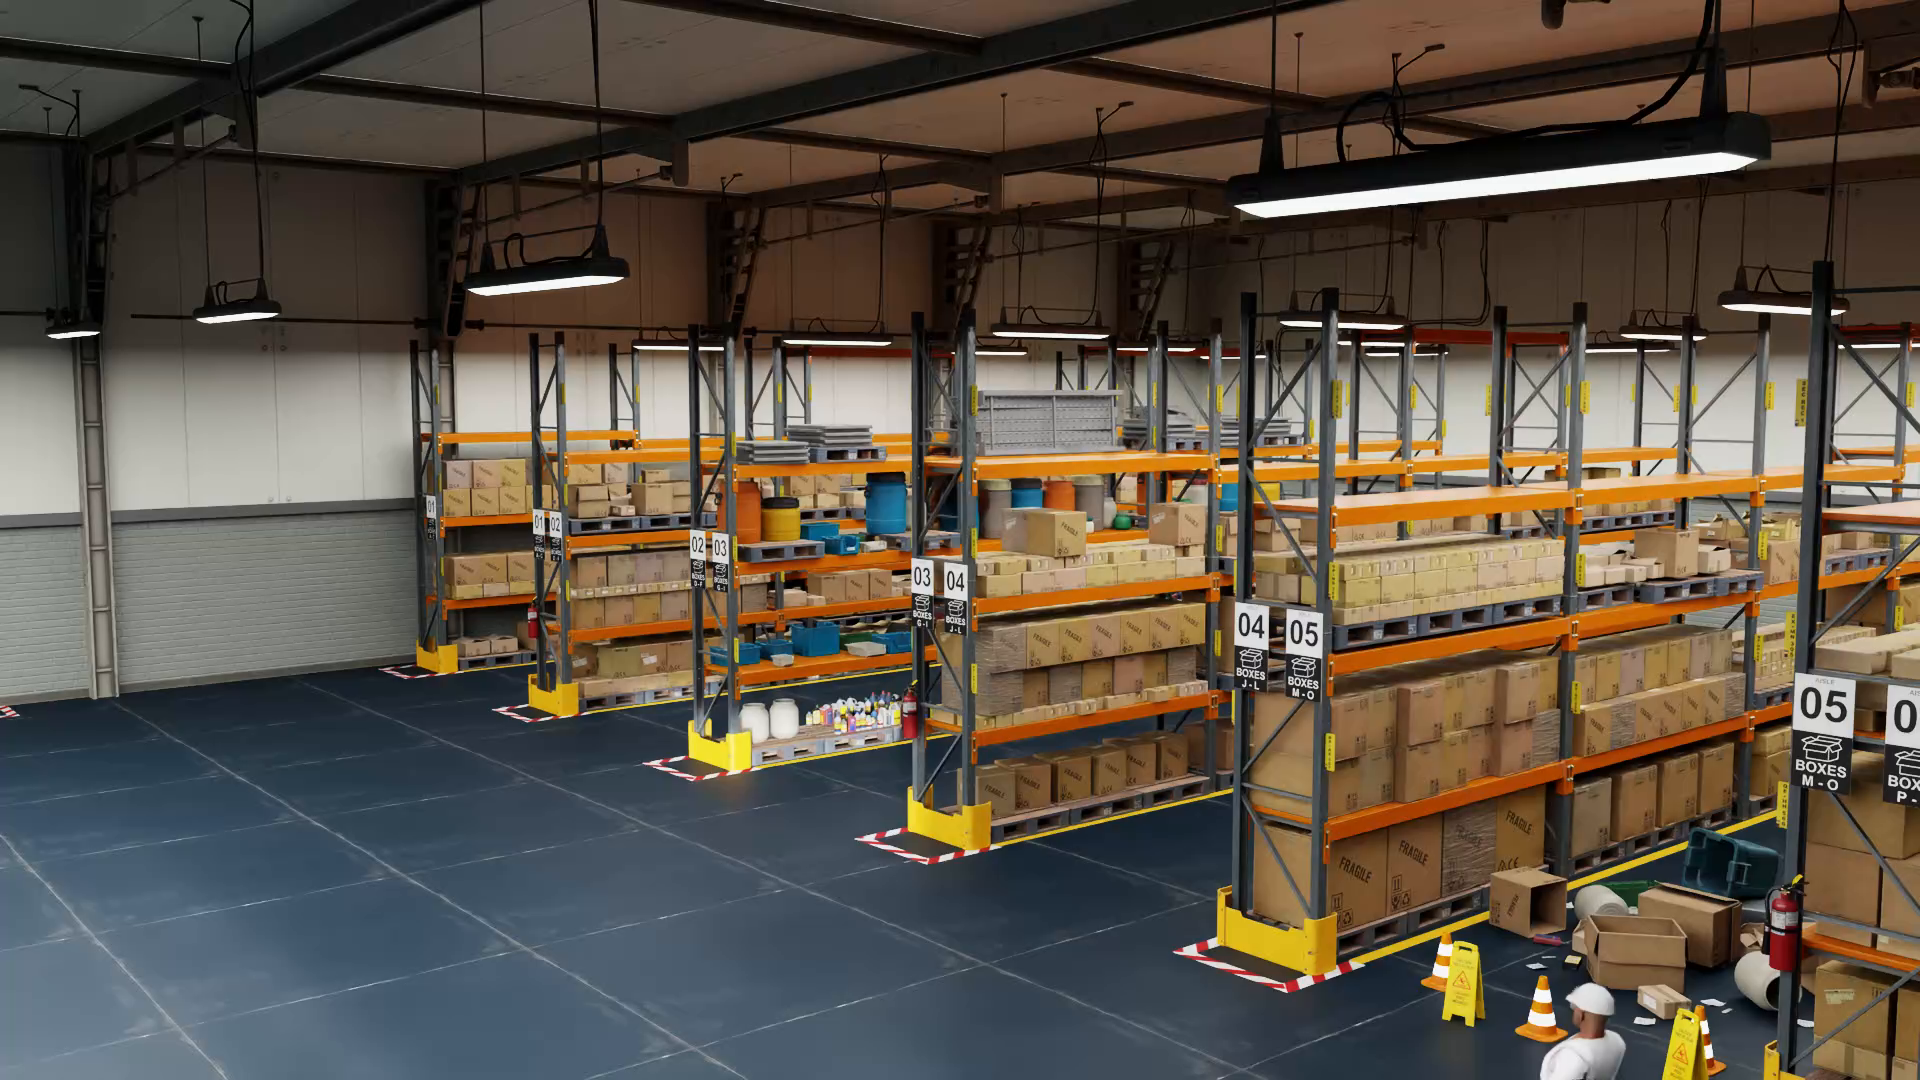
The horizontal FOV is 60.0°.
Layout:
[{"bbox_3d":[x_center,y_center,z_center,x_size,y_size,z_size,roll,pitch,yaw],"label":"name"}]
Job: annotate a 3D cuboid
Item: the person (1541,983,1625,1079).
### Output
[{"bbox_3d":[3.511,3.404,9.591,0.567,1.778,0.634,2,6,25],"label":"person"}]
